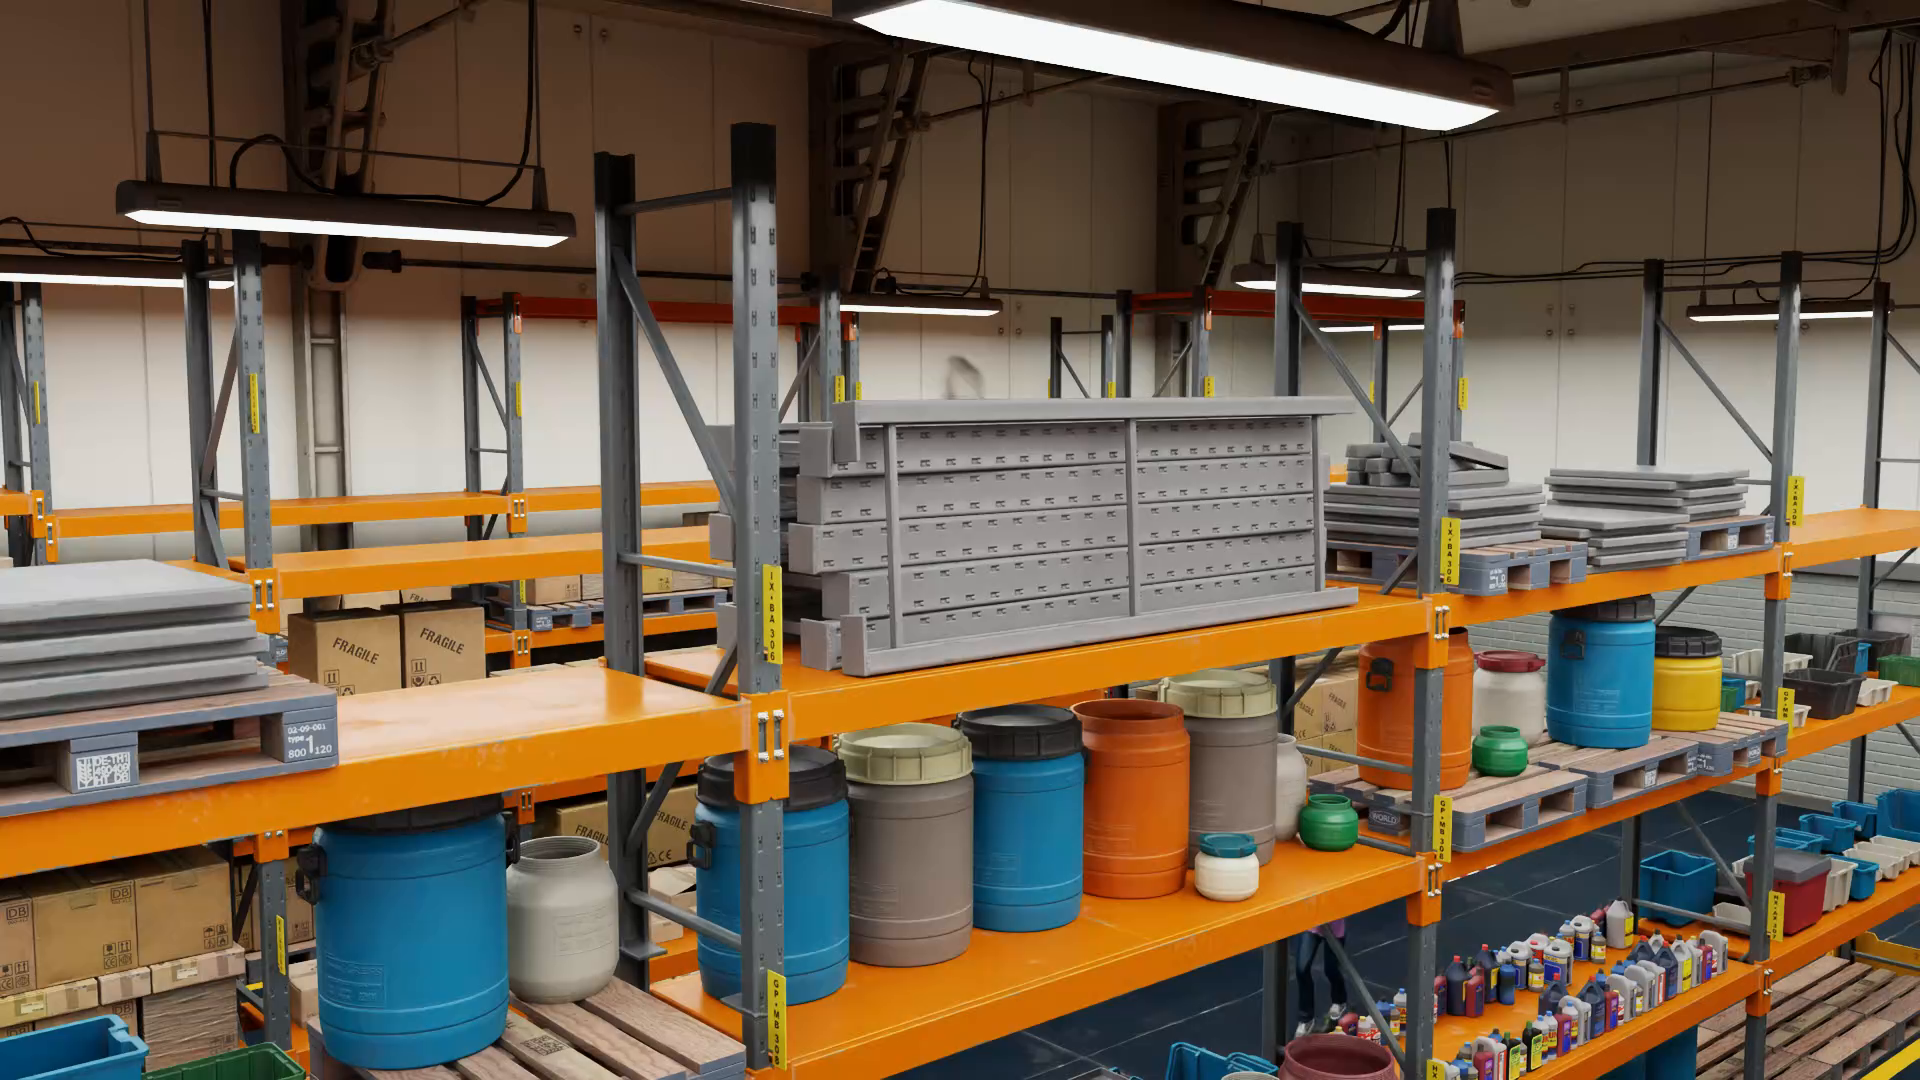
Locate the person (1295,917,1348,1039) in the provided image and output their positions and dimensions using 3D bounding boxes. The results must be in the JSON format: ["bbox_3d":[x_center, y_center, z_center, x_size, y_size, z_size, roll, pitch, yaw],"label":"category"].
[{"bbox_3d":[2.885,3.141,13.164,0.521,1.622,0.733,4,7,34],"label":"person"}]
